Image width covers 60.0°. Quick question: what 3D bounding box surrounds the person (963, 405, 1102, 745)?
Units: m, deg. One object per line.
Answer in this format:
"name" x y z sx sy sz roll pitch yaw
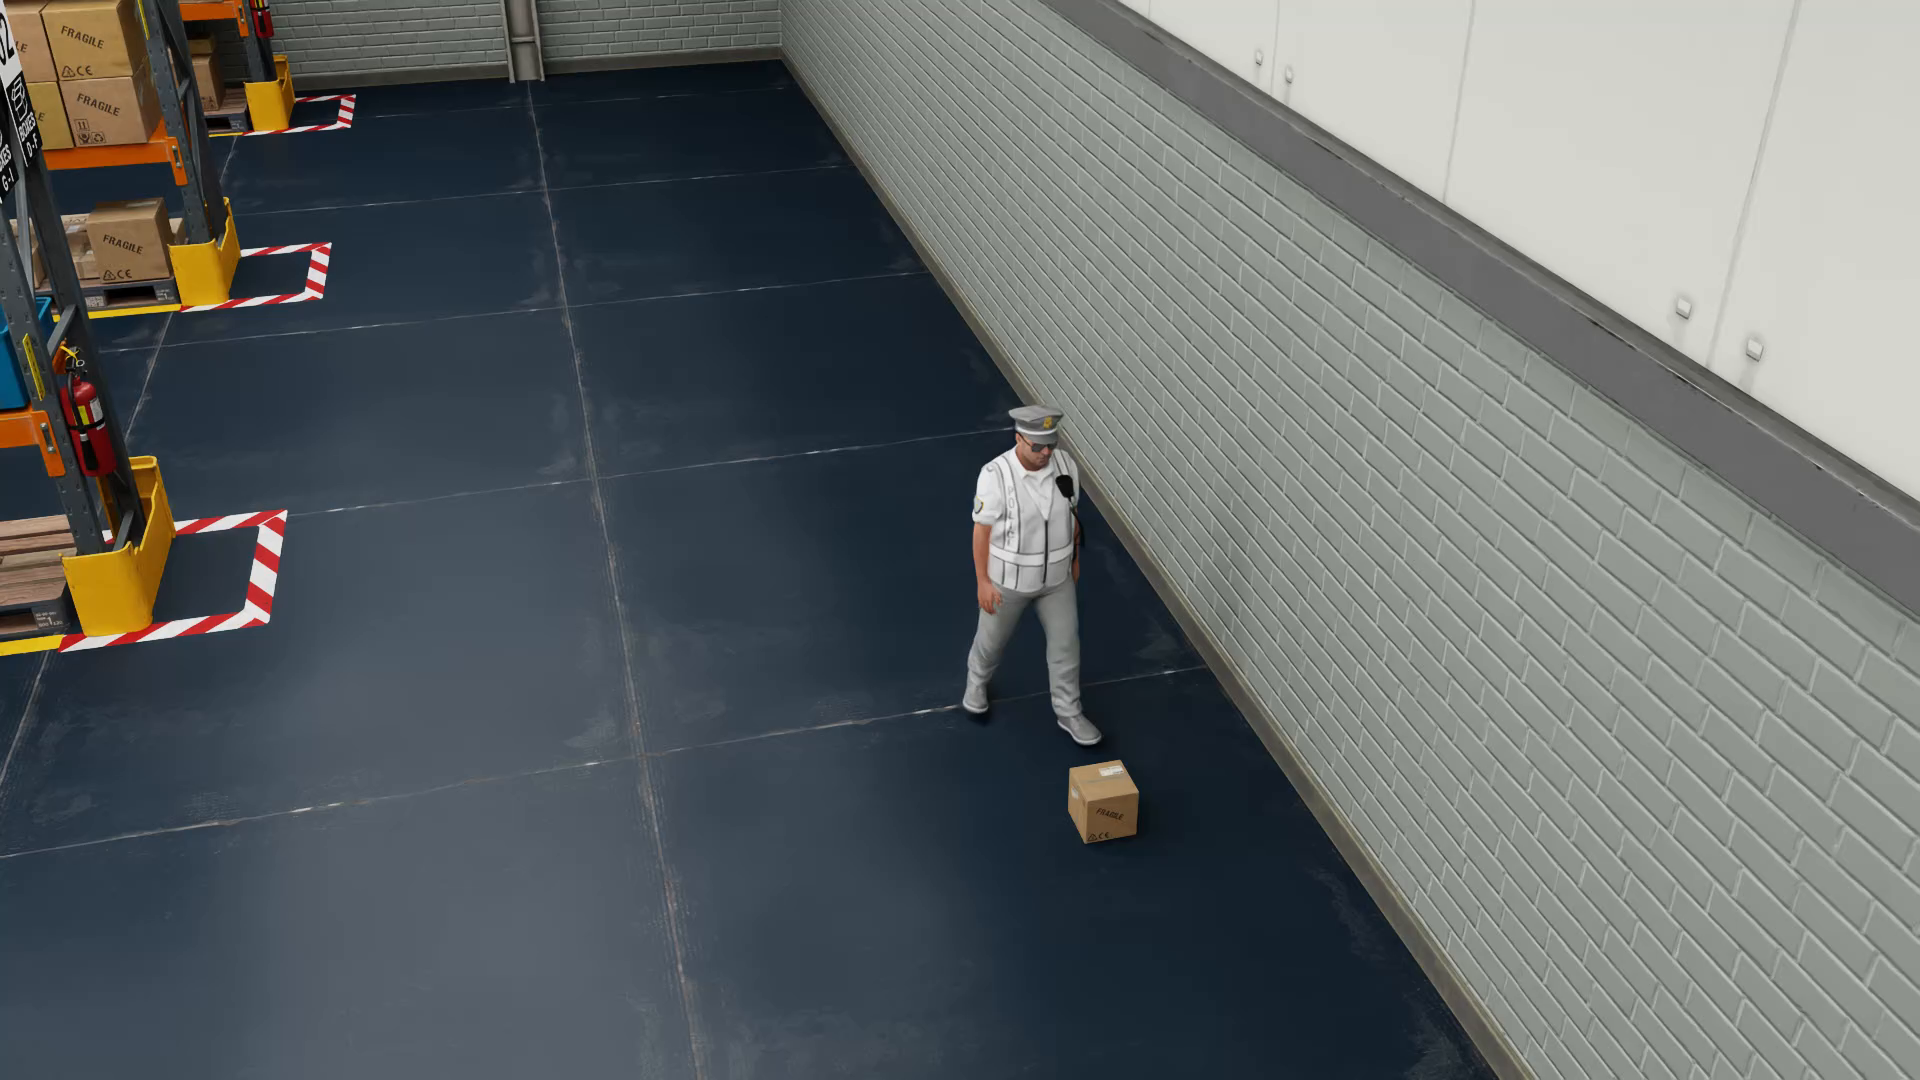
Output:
"person" 0.339 0.155 7.958 0.559 1.742 0.780 -12 32 -19
